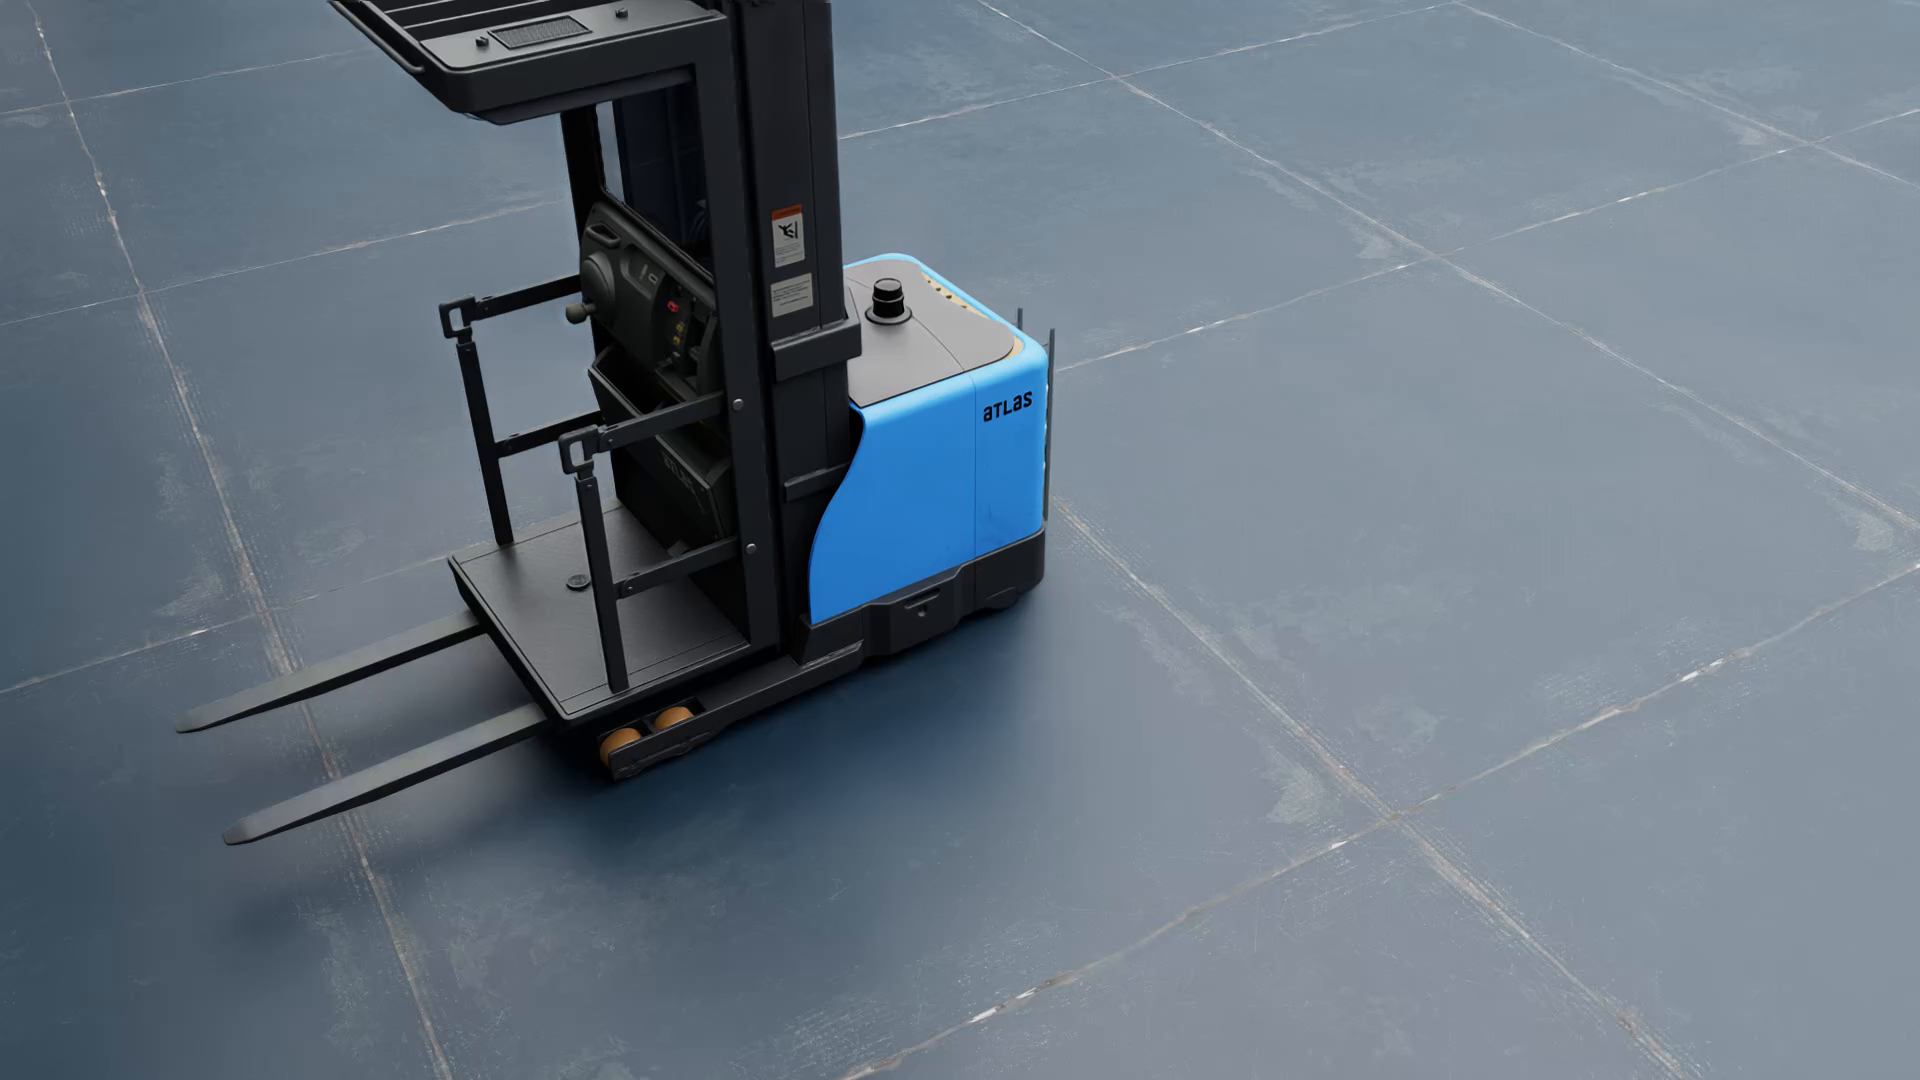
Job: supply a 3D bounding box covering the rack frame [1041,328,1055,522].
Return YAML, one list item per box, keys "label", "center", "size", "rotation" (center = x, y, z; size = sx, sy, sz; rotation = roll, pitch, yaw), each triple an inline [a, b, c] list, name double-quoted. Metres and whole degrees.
- label: "rack frame"
  center: [0.263, -0.404, 6.540]
  size: [0.240, 0.900, 0.006]
  rotation: [-23, 42, -28]

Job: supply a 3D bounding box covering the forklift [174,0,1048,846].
- label: "forklift"
  center: [-1.180, -0.733, 5.269]
  size: [3.031, 2.935, 1.130]
  rotation: [-22, 41, -27]

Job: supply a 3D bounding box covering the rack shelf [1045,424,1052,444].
- label: "rack shelf"
  center: [0.204, -0.426, 6.627]
  size: [0.258, 0.077, 0.200]
  rotation: [-23, 42, -28]

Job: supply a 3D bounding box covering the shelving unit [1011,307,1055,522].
- label: "shelving unit"
  center: [0.204, -0.453, 6.607]
  size: [0.258, 0.900, 0.210]
  rotation: [-23, 42, -28]

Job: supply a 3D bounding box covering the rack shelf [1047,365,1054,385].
- label: "rack shelf"
  center: [0.204, -0.644, 6.467]
  size: [0.258, 0.077, 0.200]
  rotation: [-23, 42, -28]

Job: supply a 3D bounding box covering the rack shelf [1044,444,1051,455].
- label: "rack shelf"
  center: [0.204, -0.353, 6.680]
  size: [0.258, 0.077, 0.200]
  rotation: [-23, 42, -28]

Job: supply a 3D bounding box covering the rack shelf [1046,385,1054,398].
- label: "rack shelf"
  center: [0.204, -0.571, 6.520]
  size: [0.258, 0.077, 0.200]
  rotation: [-23, 42, -28]

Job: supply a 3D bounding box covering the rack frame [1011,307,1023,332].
- label: "rack frame"
  center: [0.145, -0.502, 6.674]
  size: [0.240, 0.900, 0.006]
  rotation: [-23, 42, -28]
